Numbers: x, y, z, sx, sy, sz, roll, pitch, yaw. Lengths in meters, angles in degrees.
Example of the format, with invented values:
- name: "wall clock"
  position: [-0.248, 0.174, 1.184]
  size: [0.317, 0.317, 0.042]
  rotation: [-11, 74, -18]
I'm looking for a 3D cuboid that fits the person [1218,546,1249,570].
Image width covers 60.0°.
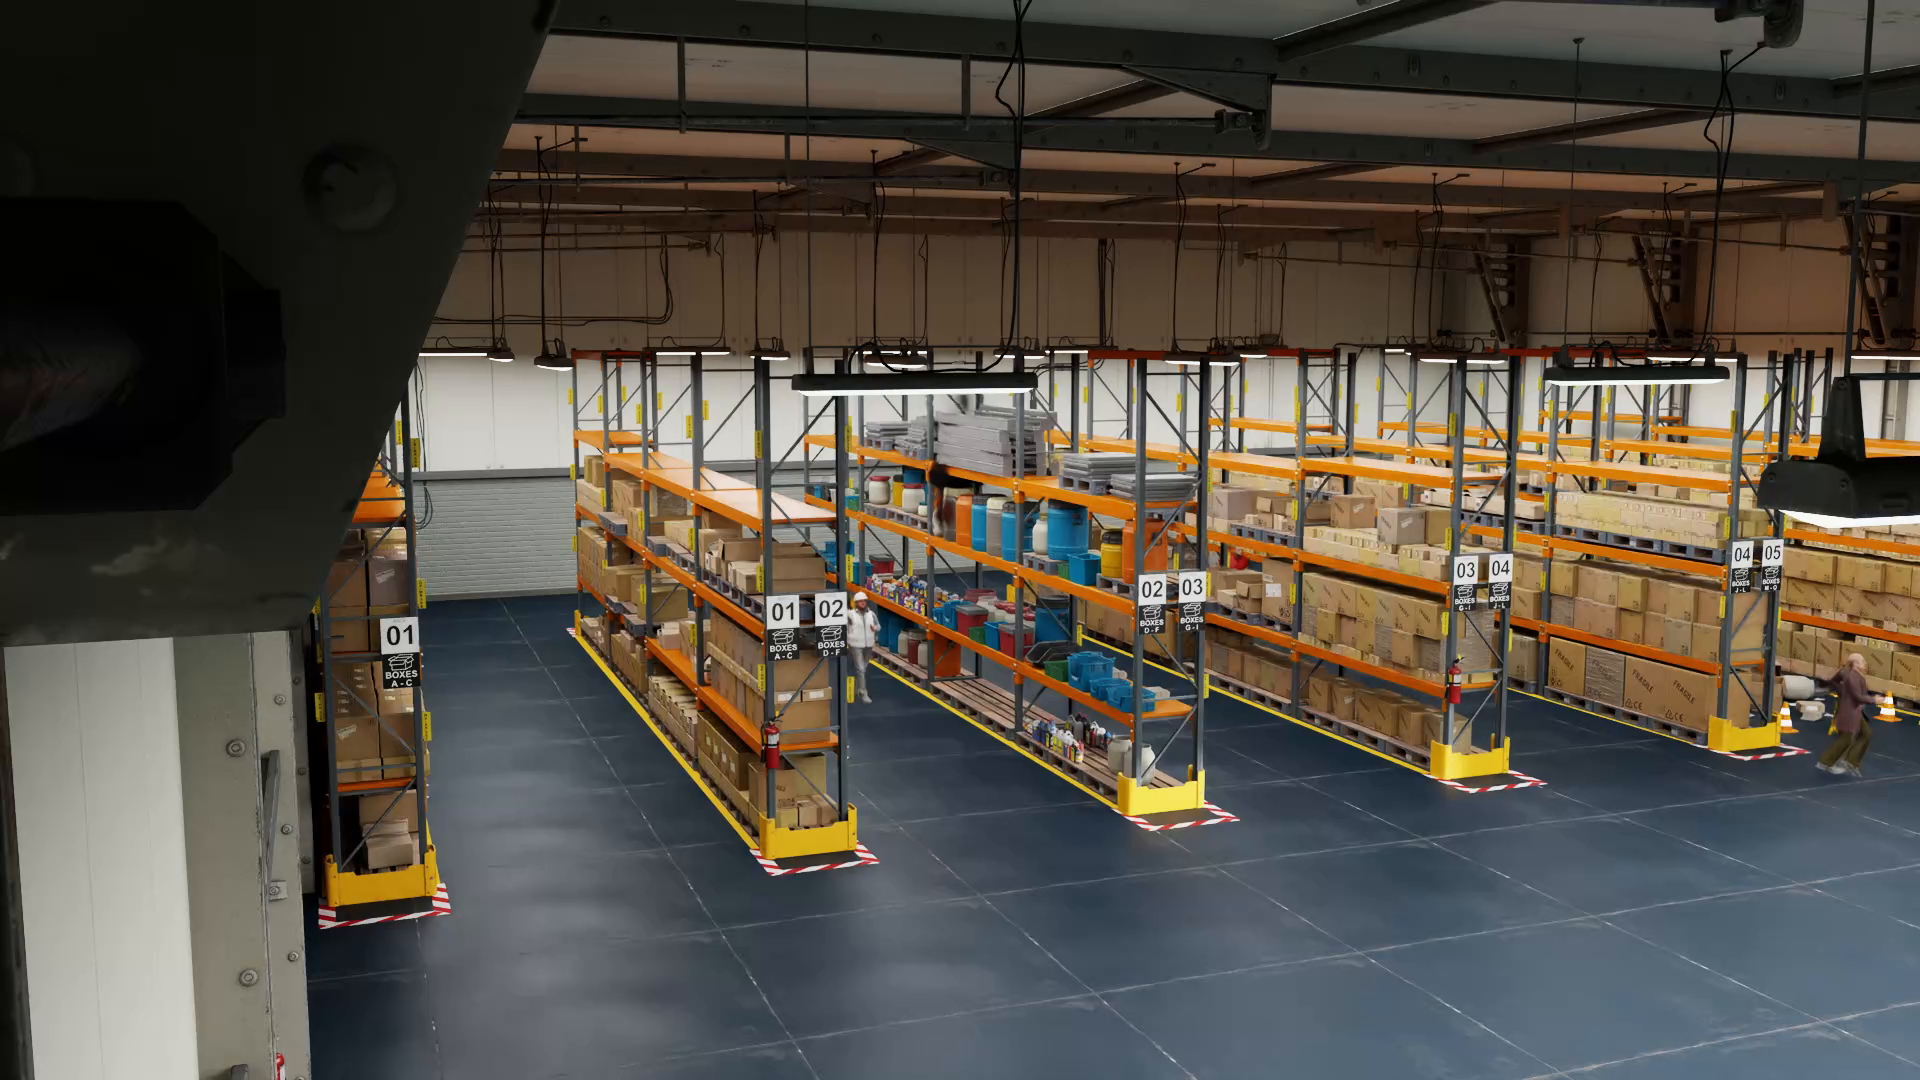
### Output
- name: "person"
  position: [6.012, 0.976, 36.466]
  size: [0.611, 1.765, 0.865]
  rotation: [-4, 8, -27]

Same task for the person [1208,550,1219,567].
- name: "person"
  position: [6.454, 0.351, 41.677]
  size: [0.628, 1.643, 0.564]
  rotation: [-2, 7, -14]

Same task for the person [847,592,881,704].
- name: "person"
  position: [-1.608, 1.754, 27.314]
  size: [0.652, 1.807, 0.892]
  rotation: [-4, 8, -28]

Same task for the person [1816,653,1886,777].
- name: "person"
  position: [12.753, 2.526, 23.782]
  size: [0.820, 1.854, 0.735]
  rotation: [3, 8, 25]
